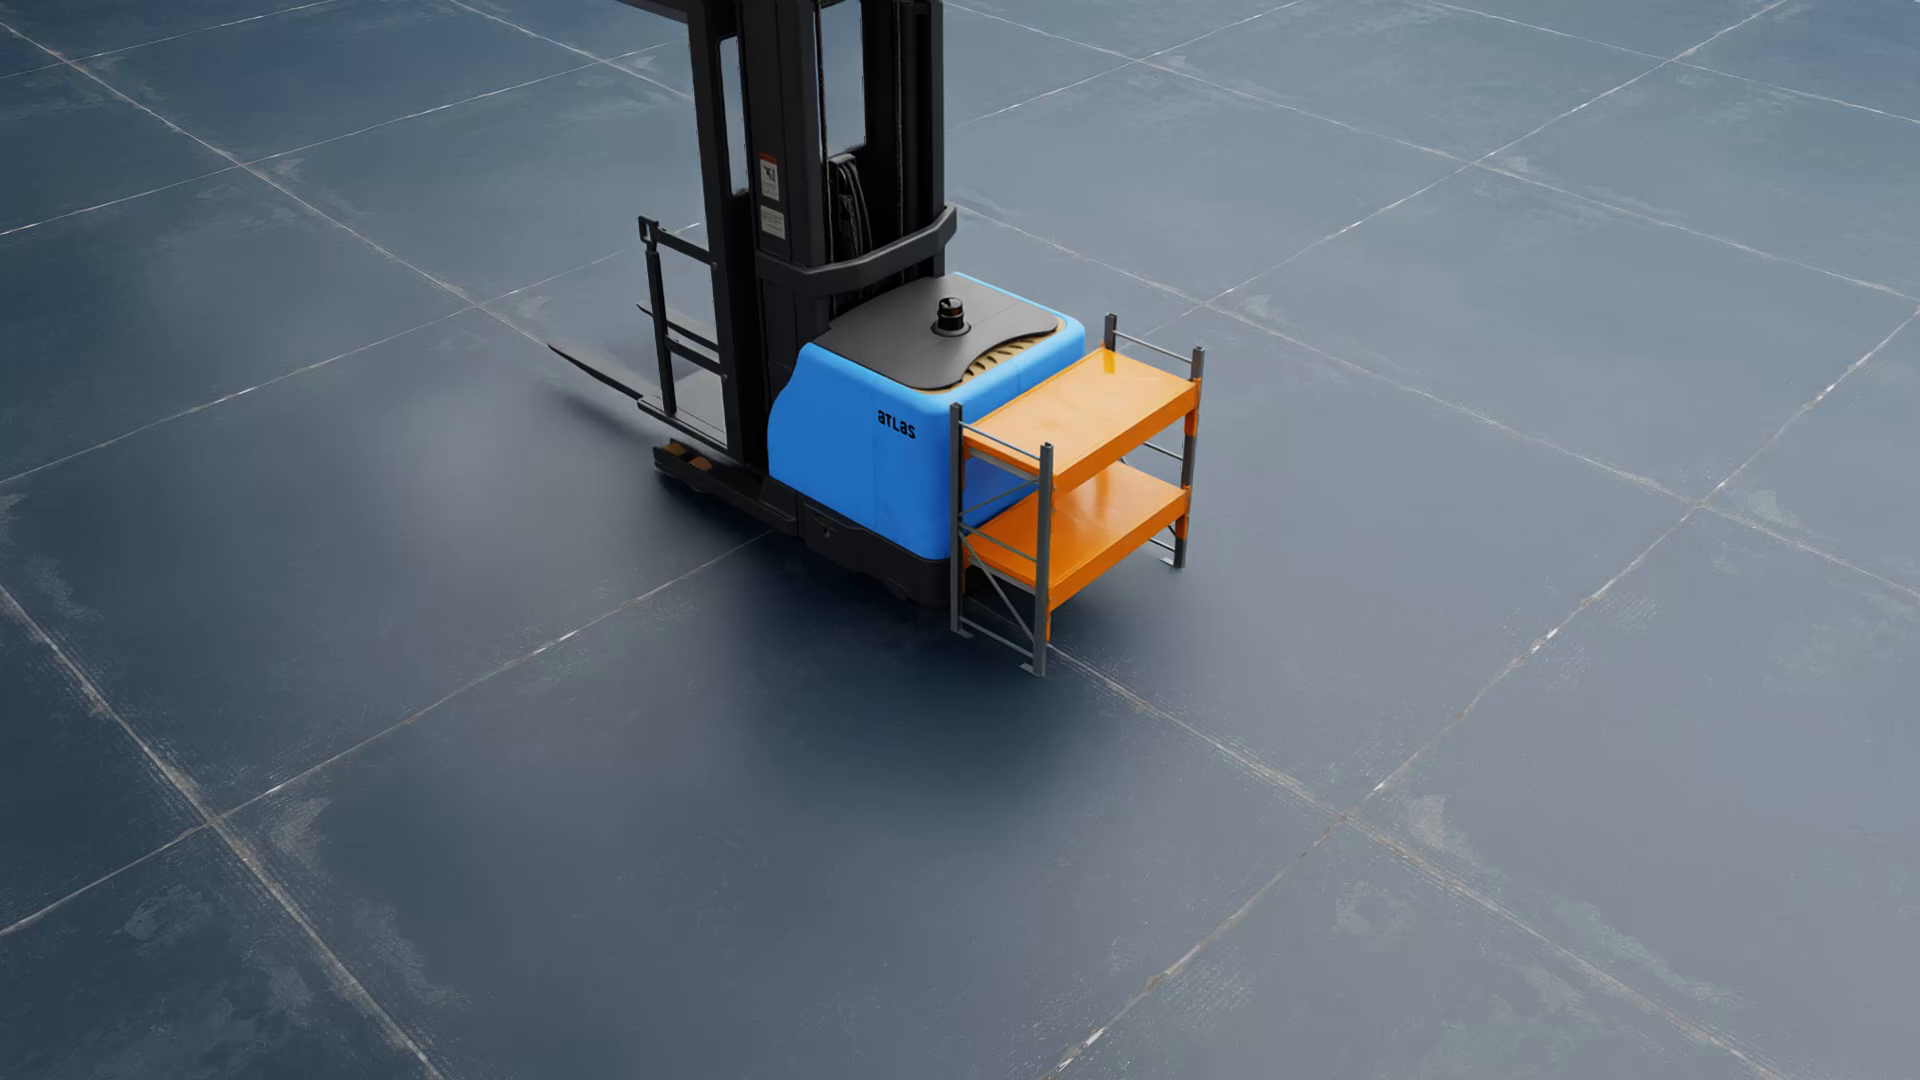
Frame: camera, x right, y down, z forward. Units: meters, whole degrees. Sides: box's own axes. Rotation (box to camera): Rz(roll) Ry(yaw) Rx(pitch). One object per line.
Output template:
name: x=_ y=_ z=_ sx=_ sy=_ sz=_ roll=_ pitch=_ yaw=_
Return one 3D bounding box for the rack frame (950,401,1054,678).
rack frame: x=0.158 y=0.014 z=6.747 sx=0.500 sy=1.125 sz=0.032 roll=26 pitch=43 yaw=33

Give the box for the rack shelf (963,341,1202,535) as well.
rack shelf: x=0.491 y=-0.445 z=6.894 sx=0.538 sy=0.278 sz=1.000 roll=26 pitch=43 yaw=33

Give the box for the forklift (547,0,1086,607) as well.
forklift: x=-0.865 y=-1.633 z=7.530 sx=3.031 sy=2.935 sz=1.130 roll=28 pitch=43 yaw=34

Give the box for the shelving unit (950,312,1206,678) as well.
shelving unit: x=0.491 y=-0.205 z=7.061 sx=0.538 sy=1.125 sz=1.048 roll=26 pitch=43 yaw=33

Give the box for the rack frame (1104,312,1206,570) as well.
rack frame: x=0.825 y=-0.425 z=7.376 sx=0.500 sy=1.125 sz=0.032 roll=26 pitch=43 yaw=33

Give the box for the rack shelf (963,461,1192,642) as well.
rack shelf: x=0.491 y=-0.005 z=7.201 sx=0.538 sy=0.278 sz=1.000 roll=26 pitch=43 yaw=33
